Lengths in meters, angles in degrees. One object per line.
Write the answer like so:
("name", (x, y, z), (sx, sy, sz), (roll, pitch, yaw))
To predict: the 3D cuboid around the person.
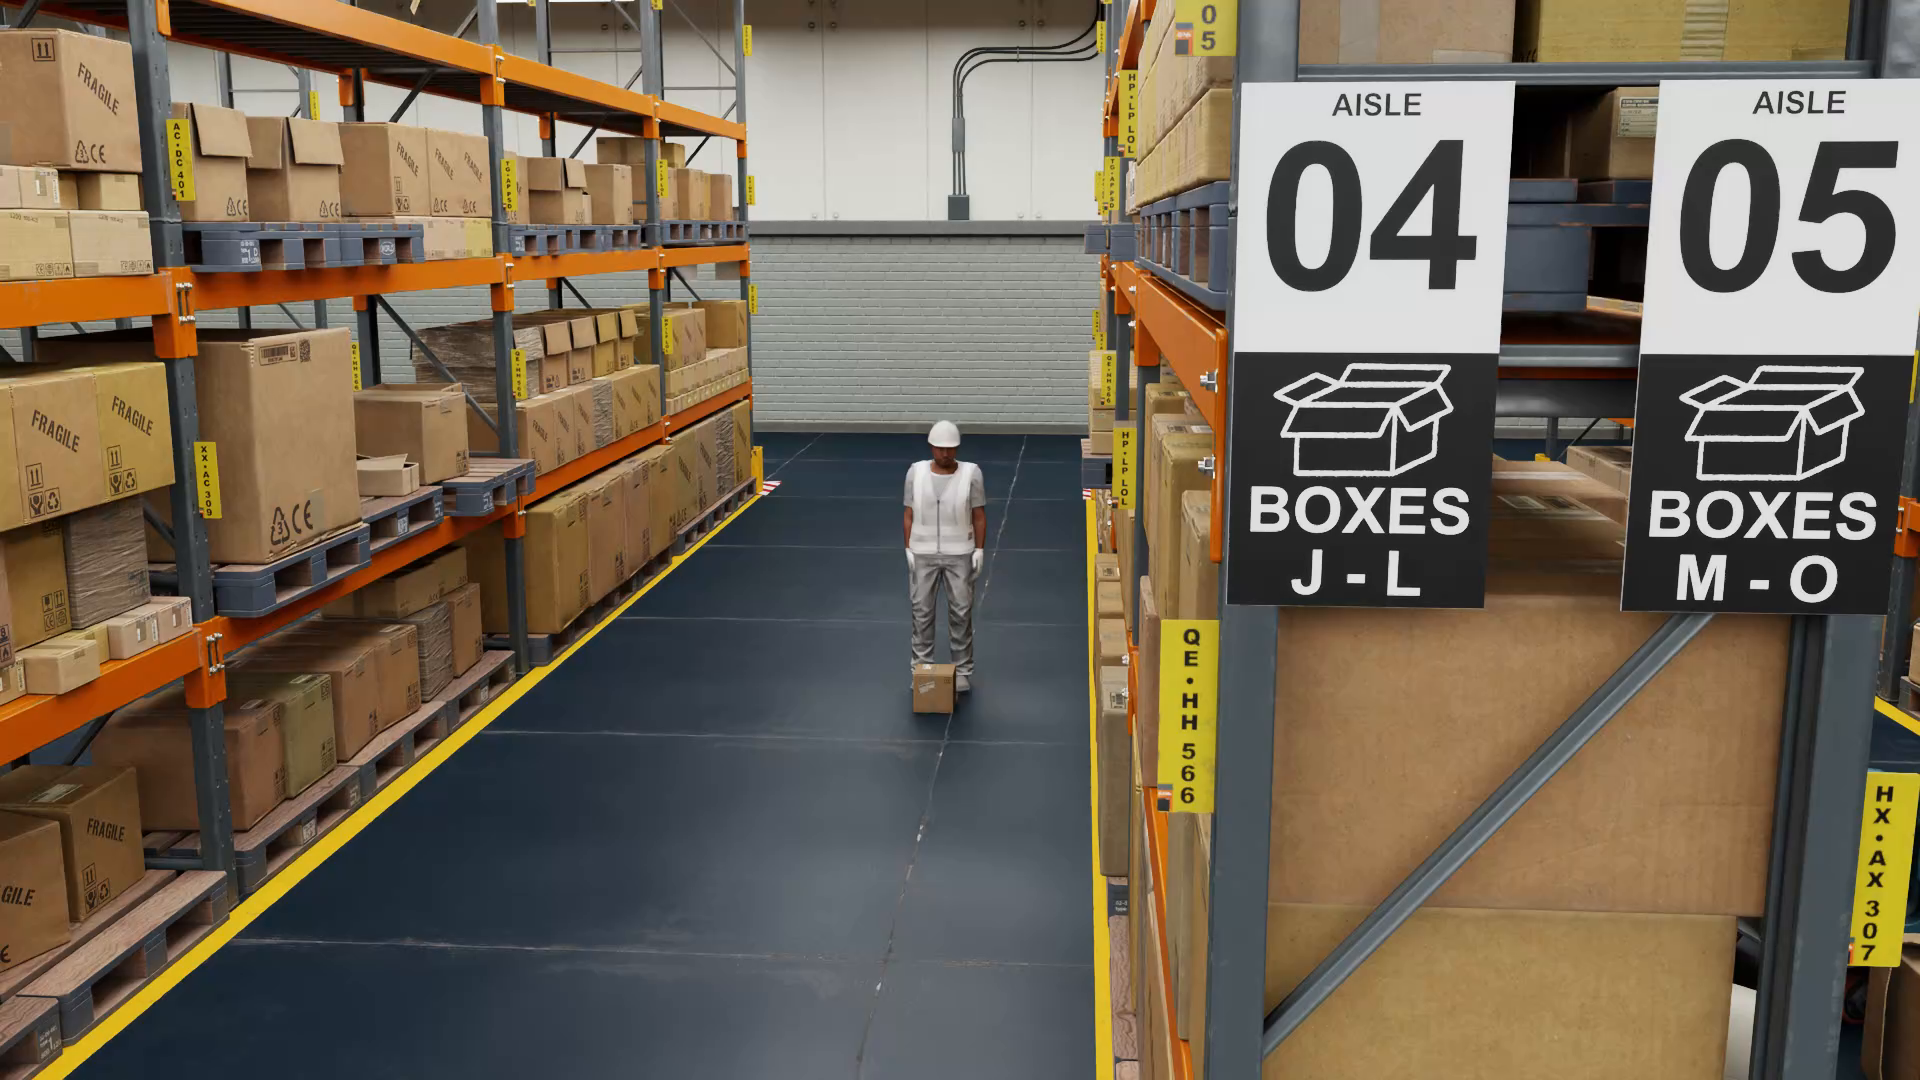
("person", (-0.102, 0.100, 10.856), (0.546, 1.776, 0.363), (1, 11, 5))
